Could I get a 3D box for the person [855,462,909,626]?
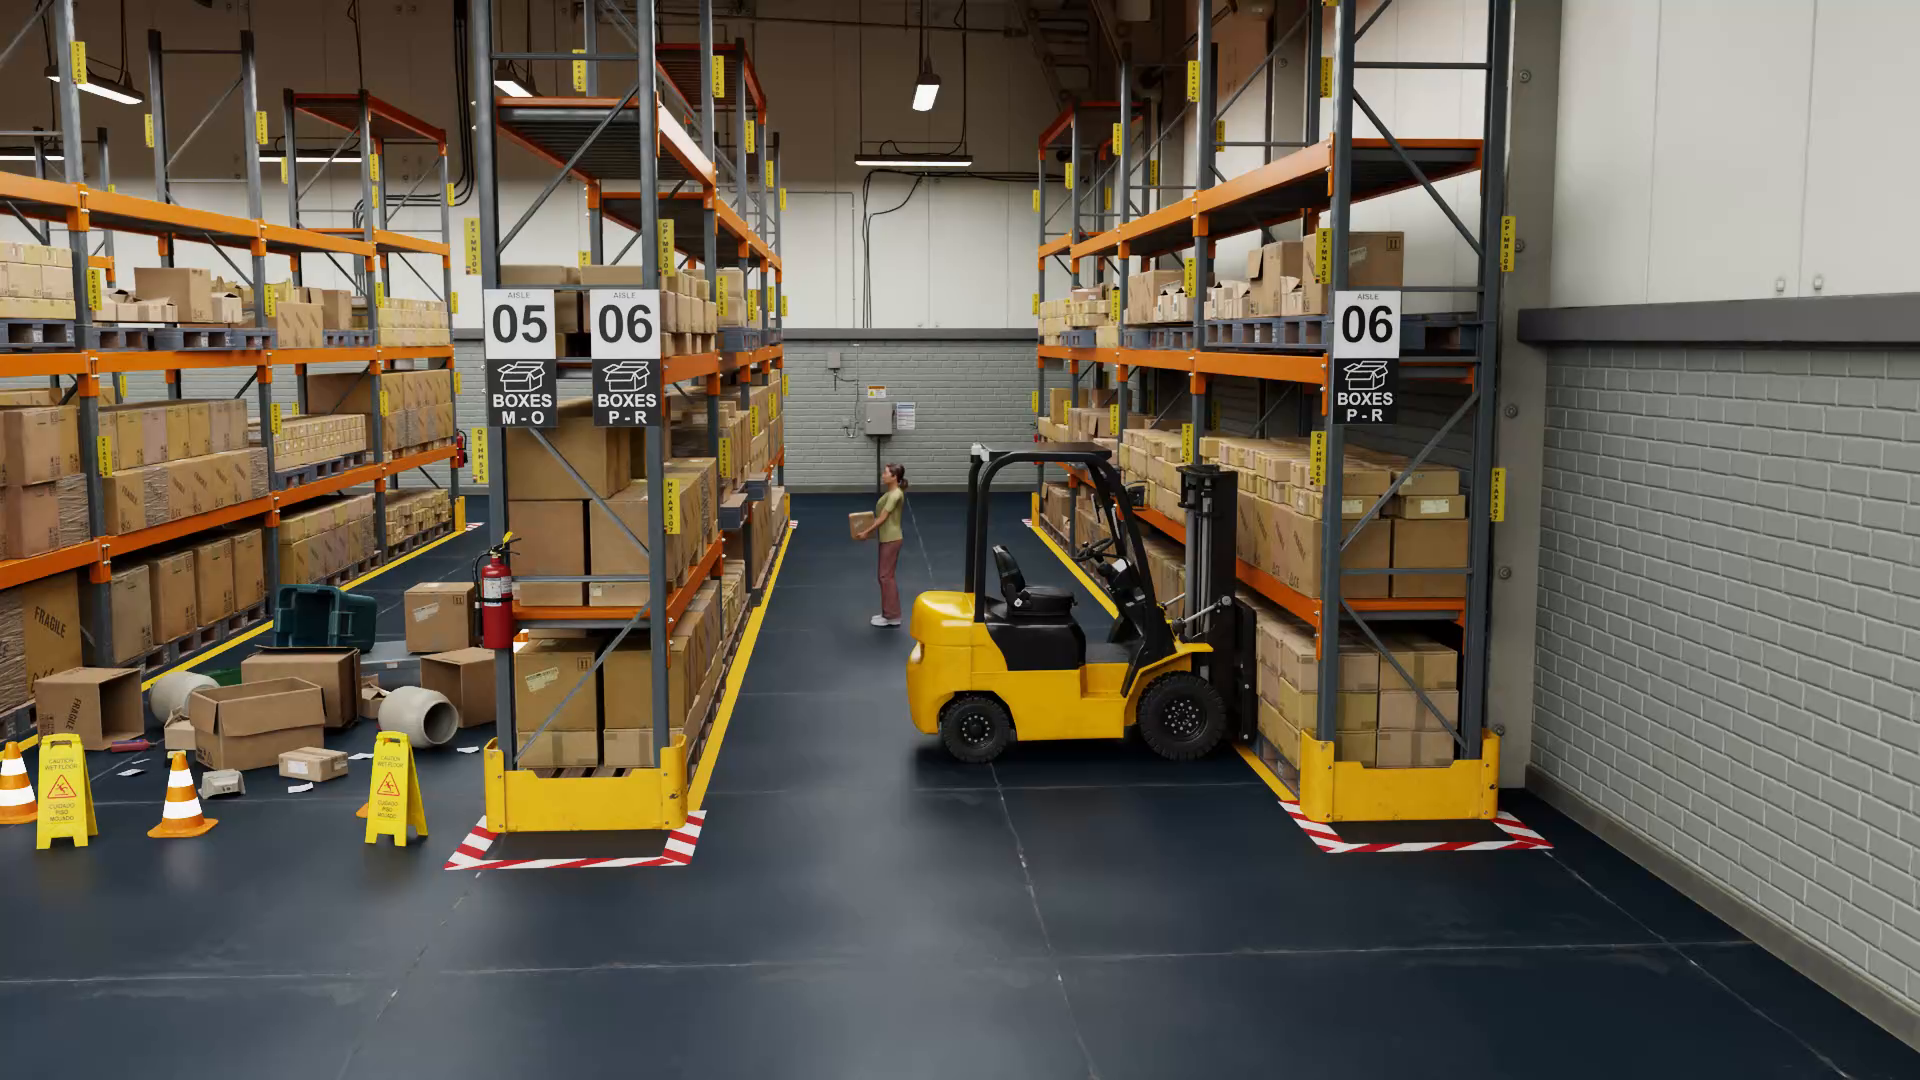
[{"bbox_3d":[-0.795,0.035,17.022,0.556,1.665,0.425,0,7,-3],"label":"person"}]
